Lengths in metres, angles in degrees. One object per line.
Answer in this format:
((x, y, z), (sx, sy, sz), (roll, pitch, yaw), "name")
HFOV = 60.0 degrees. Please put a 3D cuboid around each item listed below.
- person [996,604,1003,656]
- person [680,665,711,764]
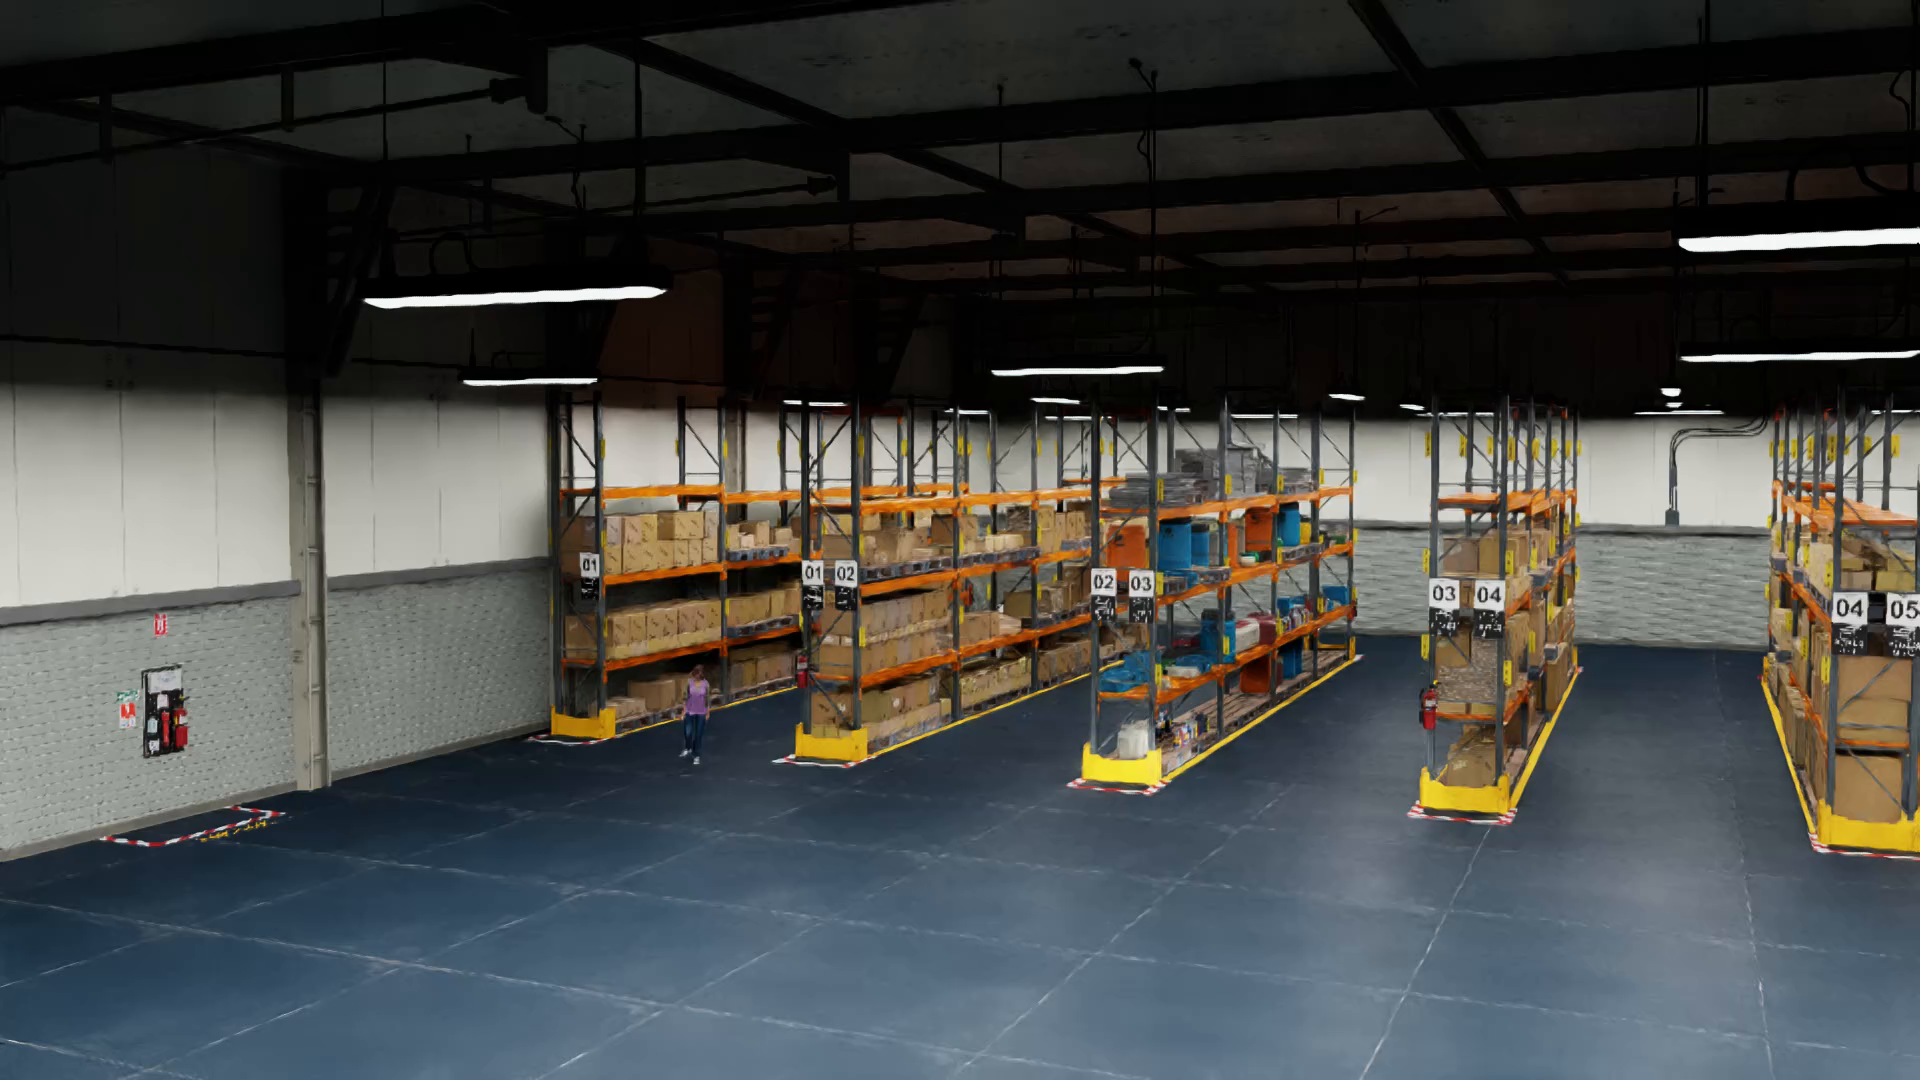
((1.086, 2.037, 37.982), (0.588, 1.700, 1.193), (1, 3, 21), "person")
((-4.203, 2.750, 26.380), (0.477, 1.589, 0.472), (-1, 3, -15), "person")
